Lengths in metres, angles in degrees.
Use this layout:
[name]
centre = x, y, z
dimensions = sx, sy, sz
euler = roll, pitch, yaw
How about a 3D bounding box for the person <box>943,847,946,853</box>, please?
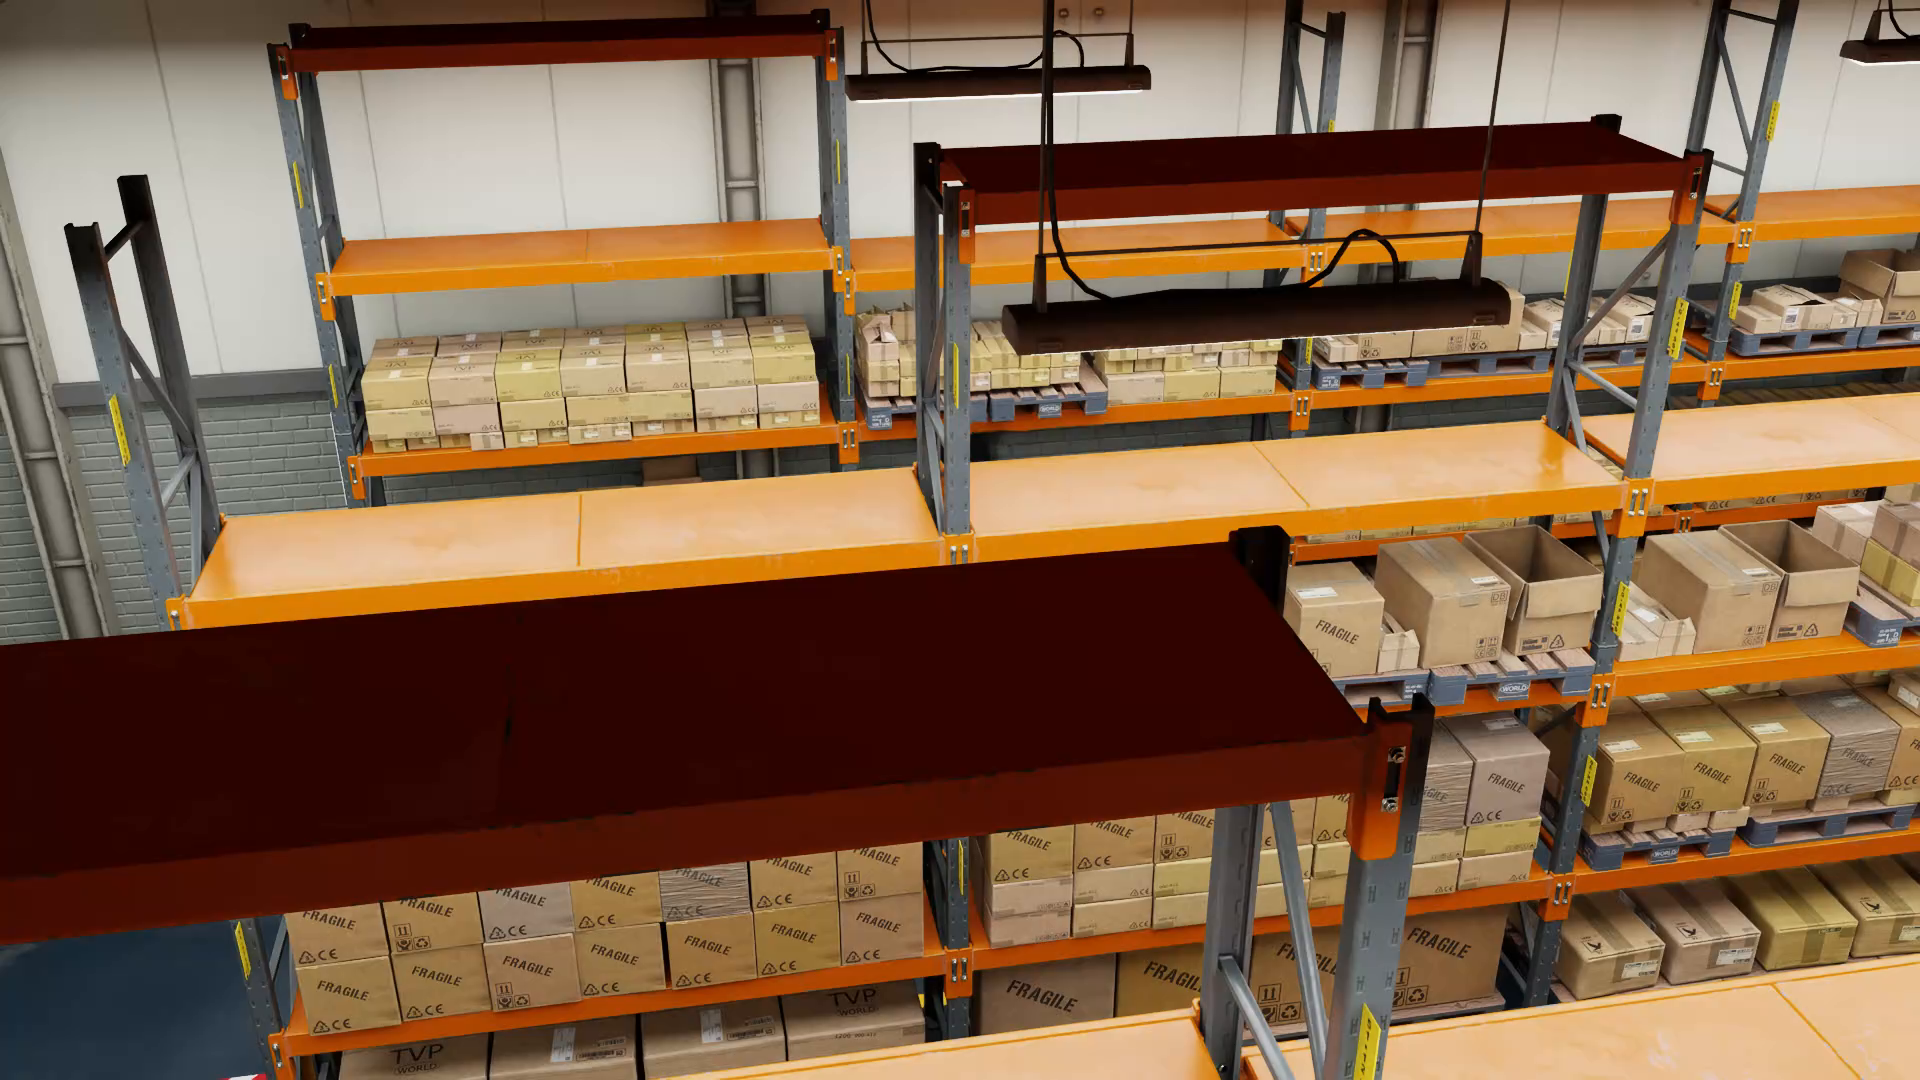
[person]
centre = 0.125, 1.635, 12.267
dimensions = 0.758, 1.790, 0.675
euler = -6, 26, -12
